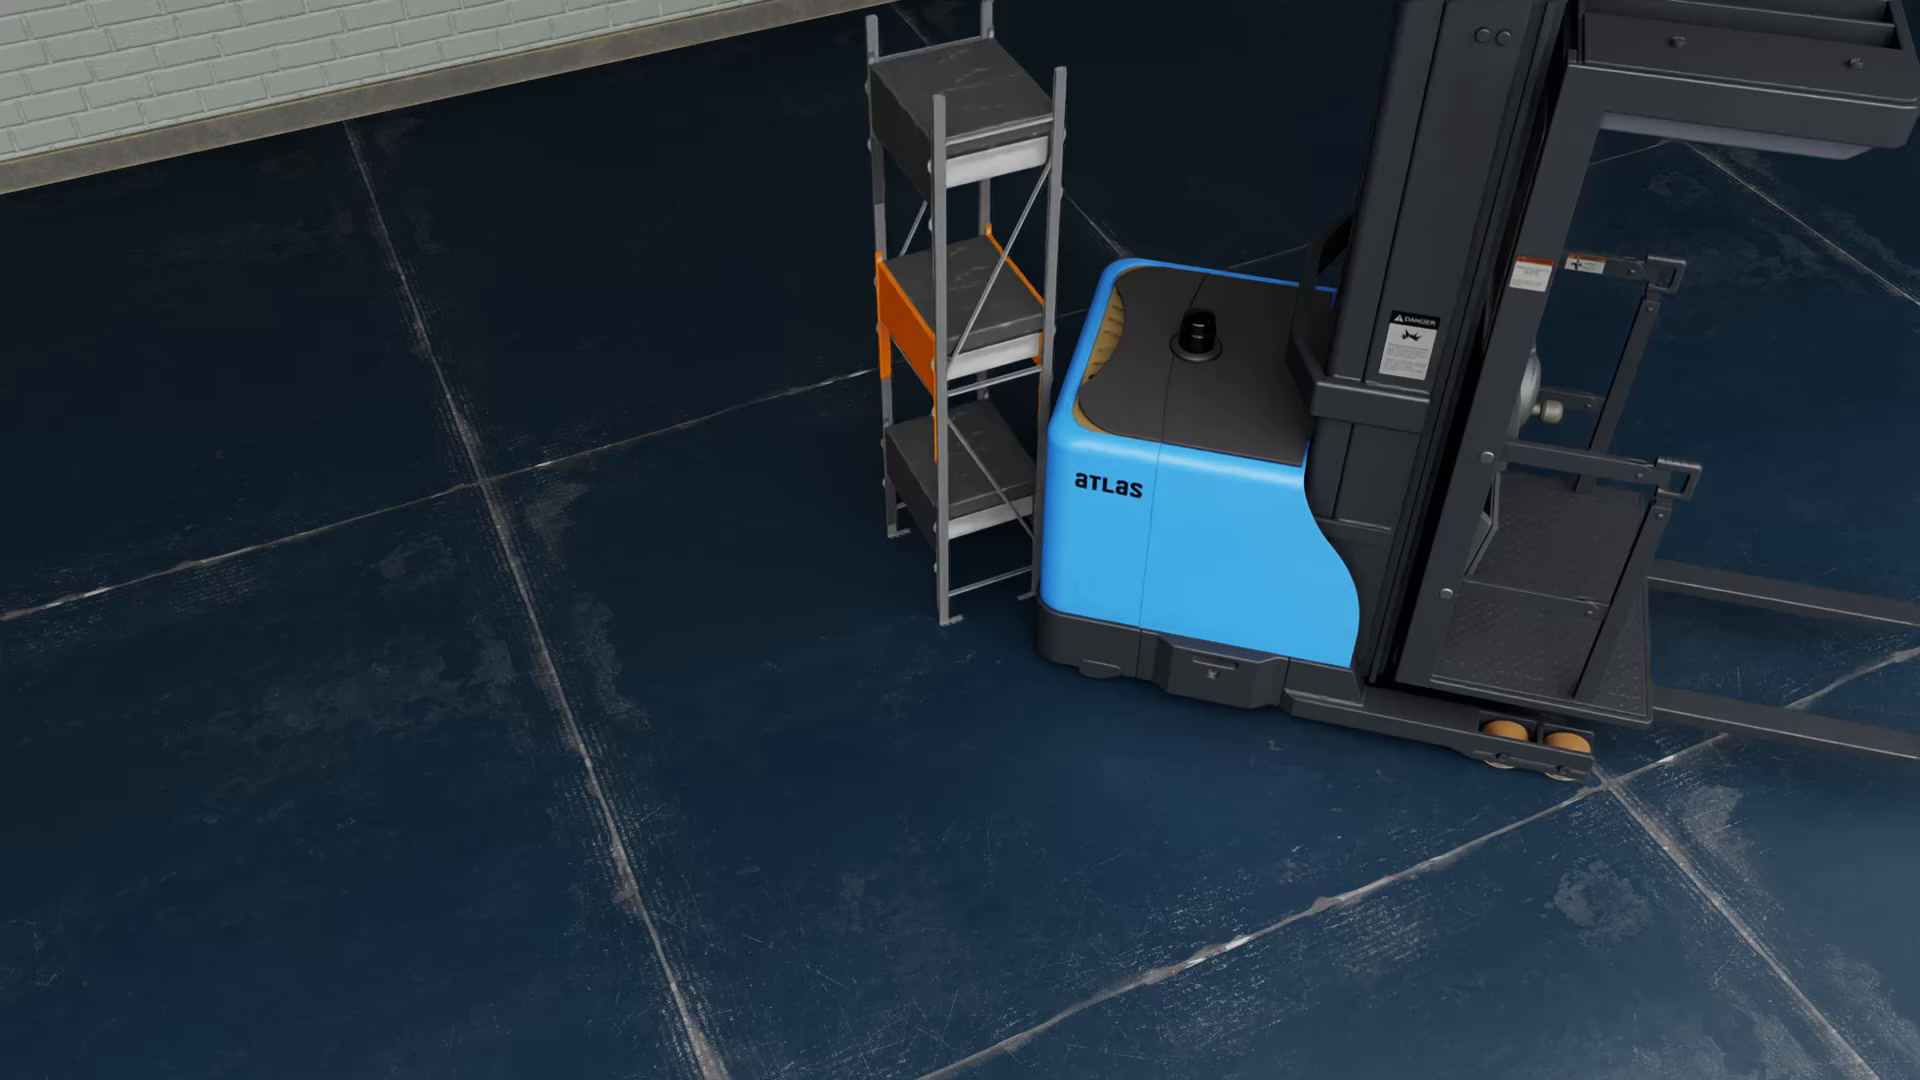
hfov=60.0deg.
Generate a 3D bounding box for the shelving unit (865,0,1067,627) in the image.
[{"bbox_3d":[0.011,-0.656,5.420,0.431,2.100,0.503,-17,47,-17],"label":"shelving unit"}]

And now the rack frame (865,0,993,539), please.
[{"bbox_3d":[-0.088,-0.813,5.579,0.400,2.100,0.015,-17,47,-17],"label":"rack frame"}]

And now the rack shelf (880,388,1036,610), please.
[{"bbox_3d":[0.011,-0.148,5.922,0.431,0.518,0.480,-17,47,-17],"label":"rack shelf"}]

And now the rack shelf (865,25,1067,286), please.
[{"bbox_3d":[0.011,-1.145,4.938,0.431,0.518,0.480,-17,47,-17],"label":"rack shelf"}]

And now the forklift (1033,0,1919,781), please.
[{"bbox_3d":[1.831,-0.672,4.844,3.031,2.935,1.130,11,46,11],"label":"forklift"}]

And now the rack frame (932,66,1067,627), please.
[{"bbox_3d":[0.109,-0.500,5.262,0.400,2.100,0.015,-17,47,-17],"label":"rack frame"}]

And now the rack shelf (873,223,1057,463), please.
[{"bbox_3d":[0.011,-0.647,5.430,0.431,0.518,0.480,-17,47,-17],"label":"rack shelf"}]
